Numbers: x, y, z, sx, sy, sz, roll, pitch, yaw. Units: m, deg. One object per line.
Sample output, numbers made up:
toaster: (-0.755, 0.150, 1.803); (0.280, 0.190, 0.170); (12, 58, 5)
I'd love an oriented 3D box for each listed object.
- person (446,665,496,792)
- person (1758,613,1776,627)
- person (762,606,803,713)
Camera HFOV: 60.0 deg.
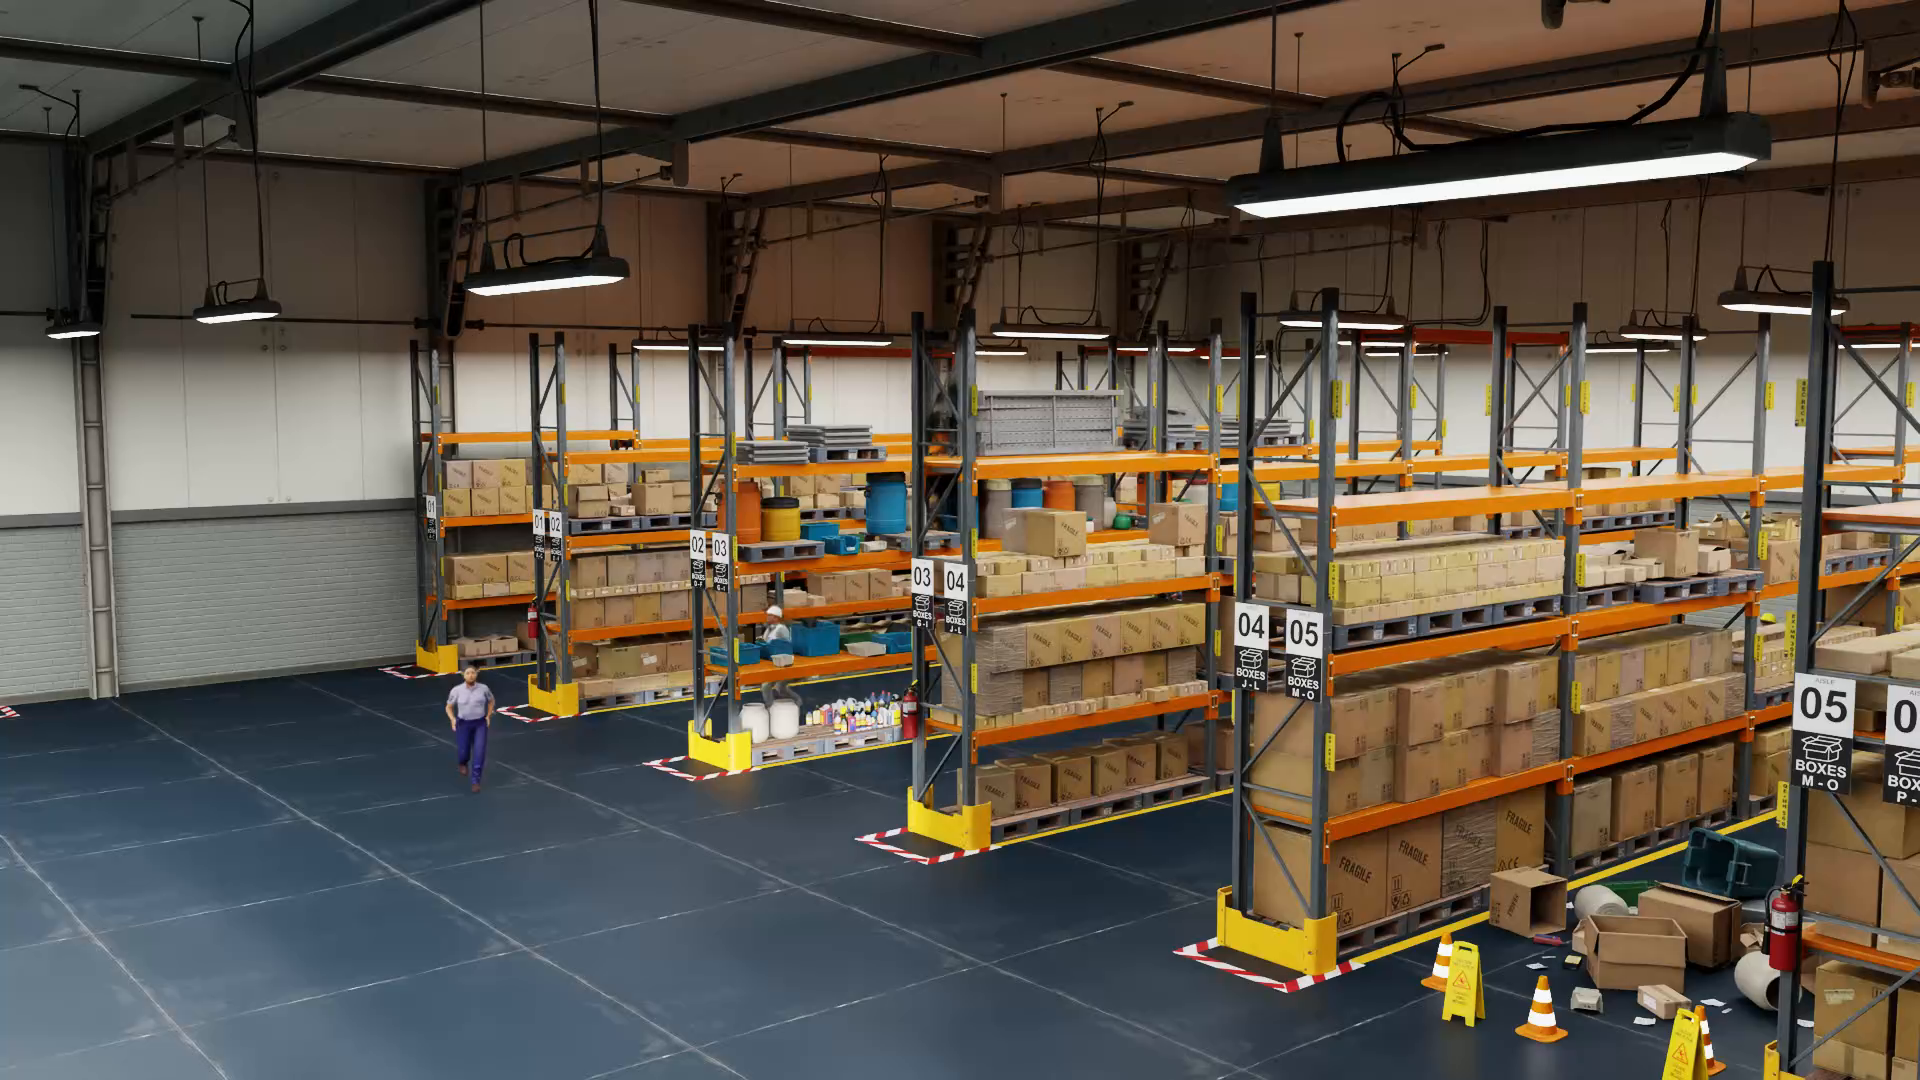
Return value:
person: (-6.265, 2.402, 21.346); (0.617, 1.598, 0.624); (-2, 6, -22)
person: (12.100, 2.003, 24.923); (0.730, 1.826, 0.726); (-4, 6, -34)
person: (-2.758, 1.919, 25.674); (0.774, 1.825, 0.675); (-5, 7, -41)
